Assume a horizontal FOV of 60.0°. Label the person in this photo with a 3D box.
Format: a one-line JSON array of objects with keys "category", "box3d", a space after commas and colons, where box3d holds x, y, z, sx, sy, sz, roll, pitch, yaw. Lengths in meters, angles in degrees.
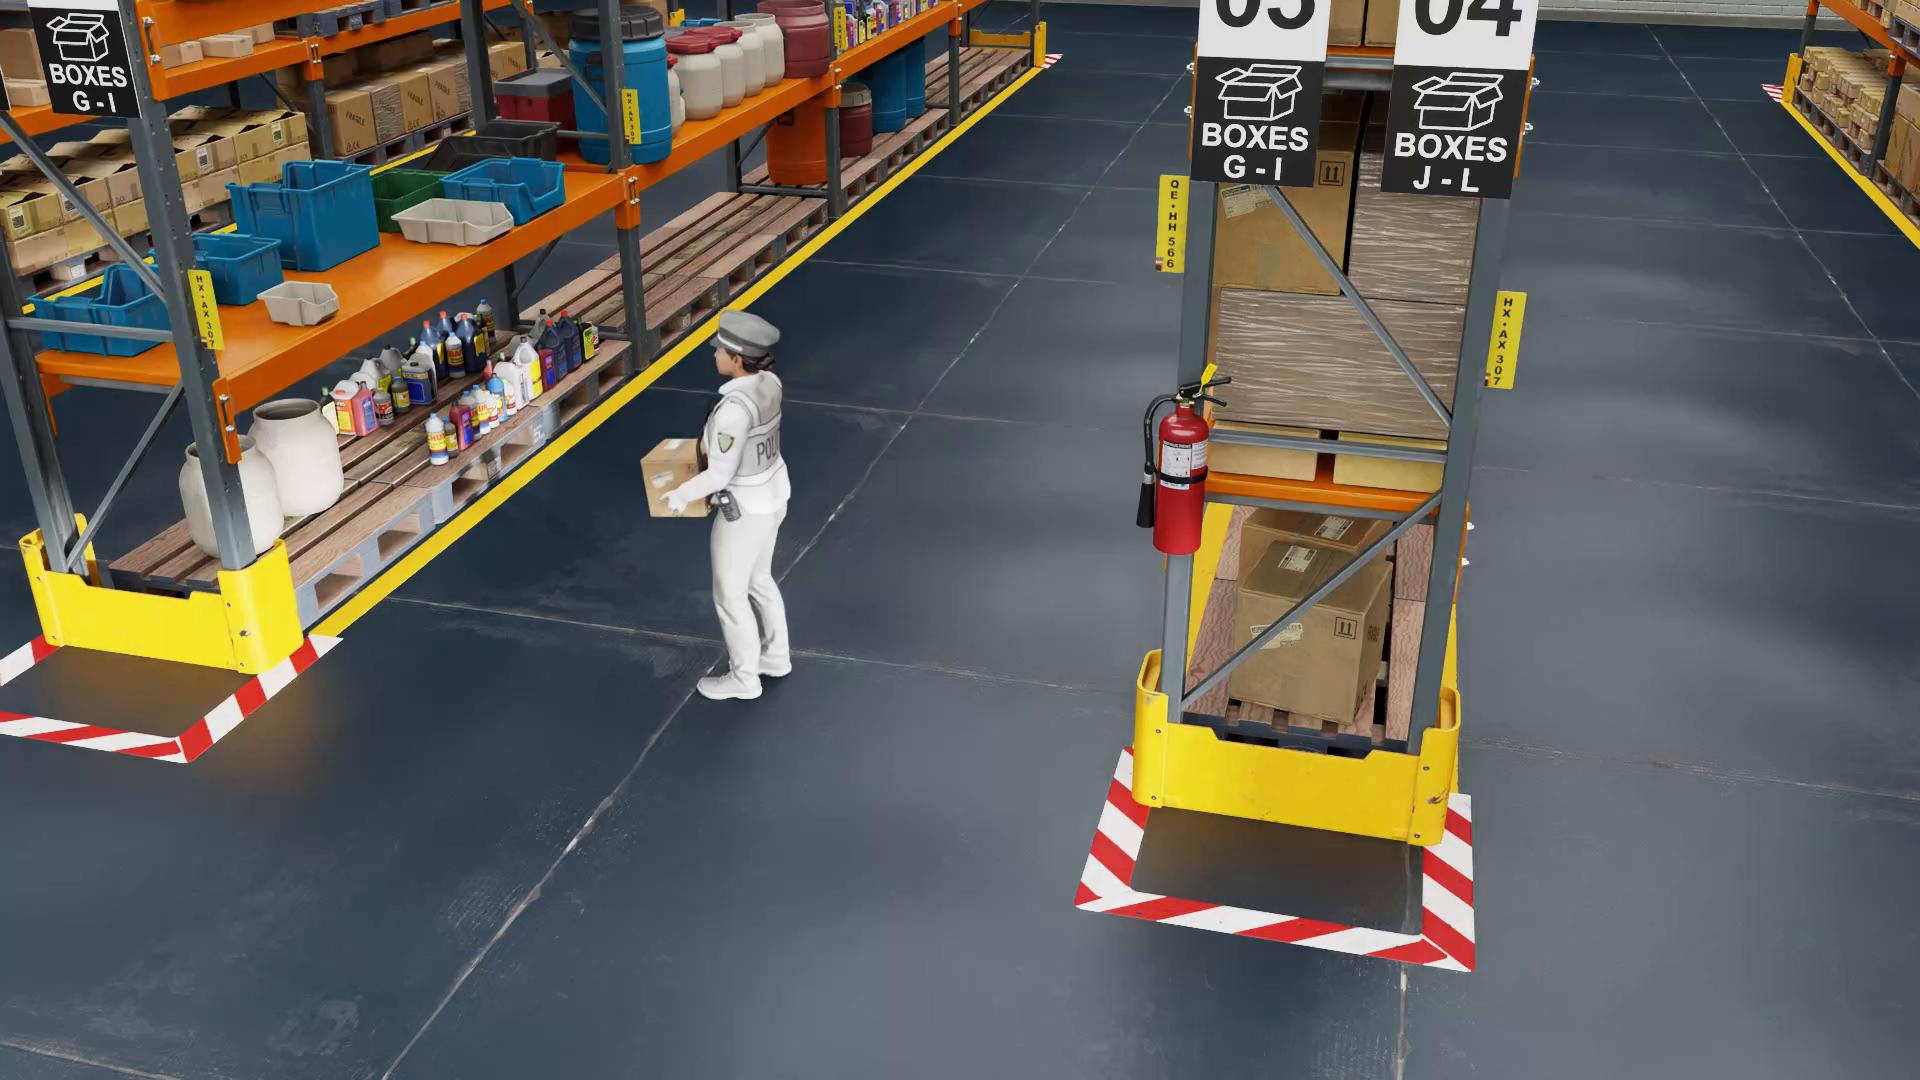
[{"category": "person", "box3d": [-0.951, -0.138, 6.862, 0.503, 1.692, 0.486, 6, 26, 13]}]
